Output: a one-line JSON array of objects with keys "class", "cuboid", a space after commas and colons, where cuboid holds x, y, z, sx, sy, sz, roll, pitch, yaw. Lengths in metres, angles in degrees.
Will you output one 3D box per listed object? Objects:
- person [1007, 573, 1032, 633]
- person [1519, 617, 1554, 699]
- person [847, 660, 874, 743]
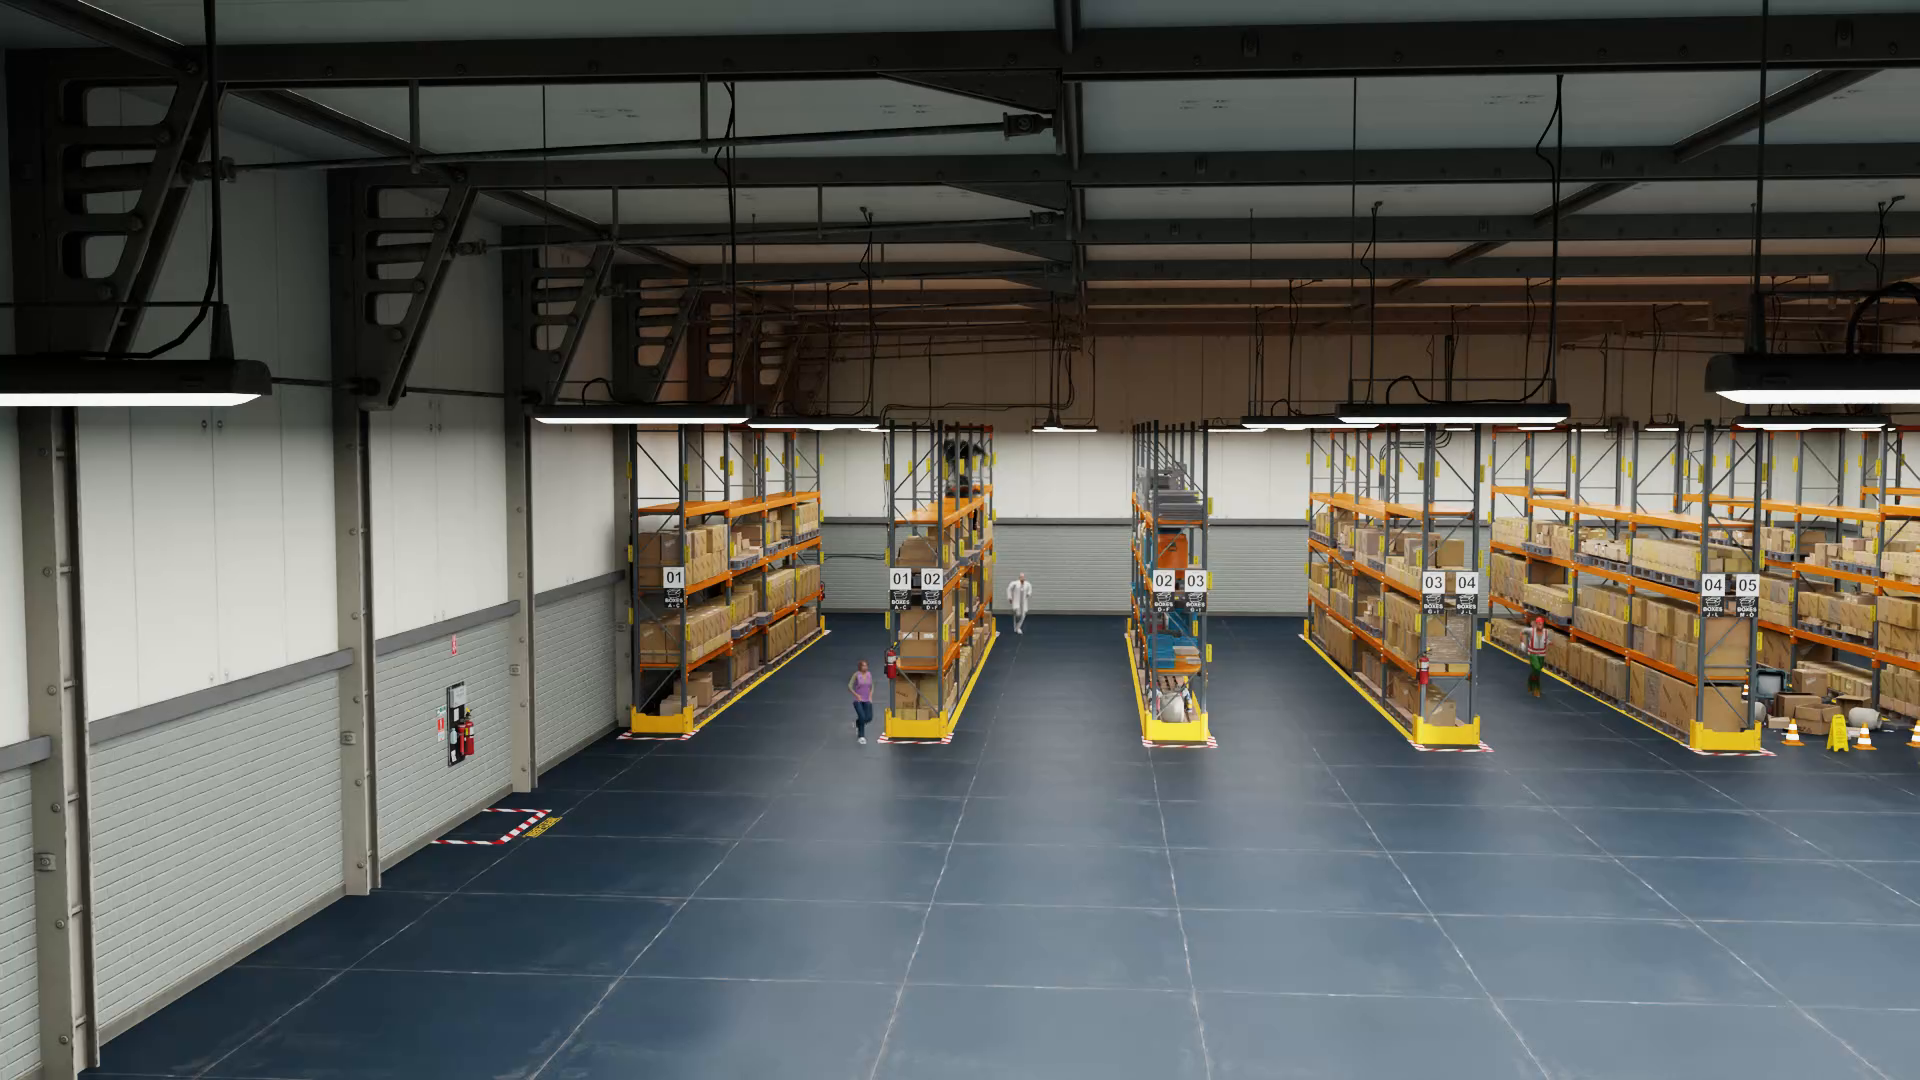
[{"class": "person", "cuboid": [1.745, 1.824, 47.950, 0.702, 1.731, 0.674, -1, 4, -14]}, {"class": "person", "cuboid": [12.602, 2.550, 36.369, 0.649, 1.783, 0.952, 0, 4, -3]}, {"class": "person", "cuboid": [-1.842, 3.008, 30.939, 0.560, 1.541, 0.575, -2, 4, -33]}]
